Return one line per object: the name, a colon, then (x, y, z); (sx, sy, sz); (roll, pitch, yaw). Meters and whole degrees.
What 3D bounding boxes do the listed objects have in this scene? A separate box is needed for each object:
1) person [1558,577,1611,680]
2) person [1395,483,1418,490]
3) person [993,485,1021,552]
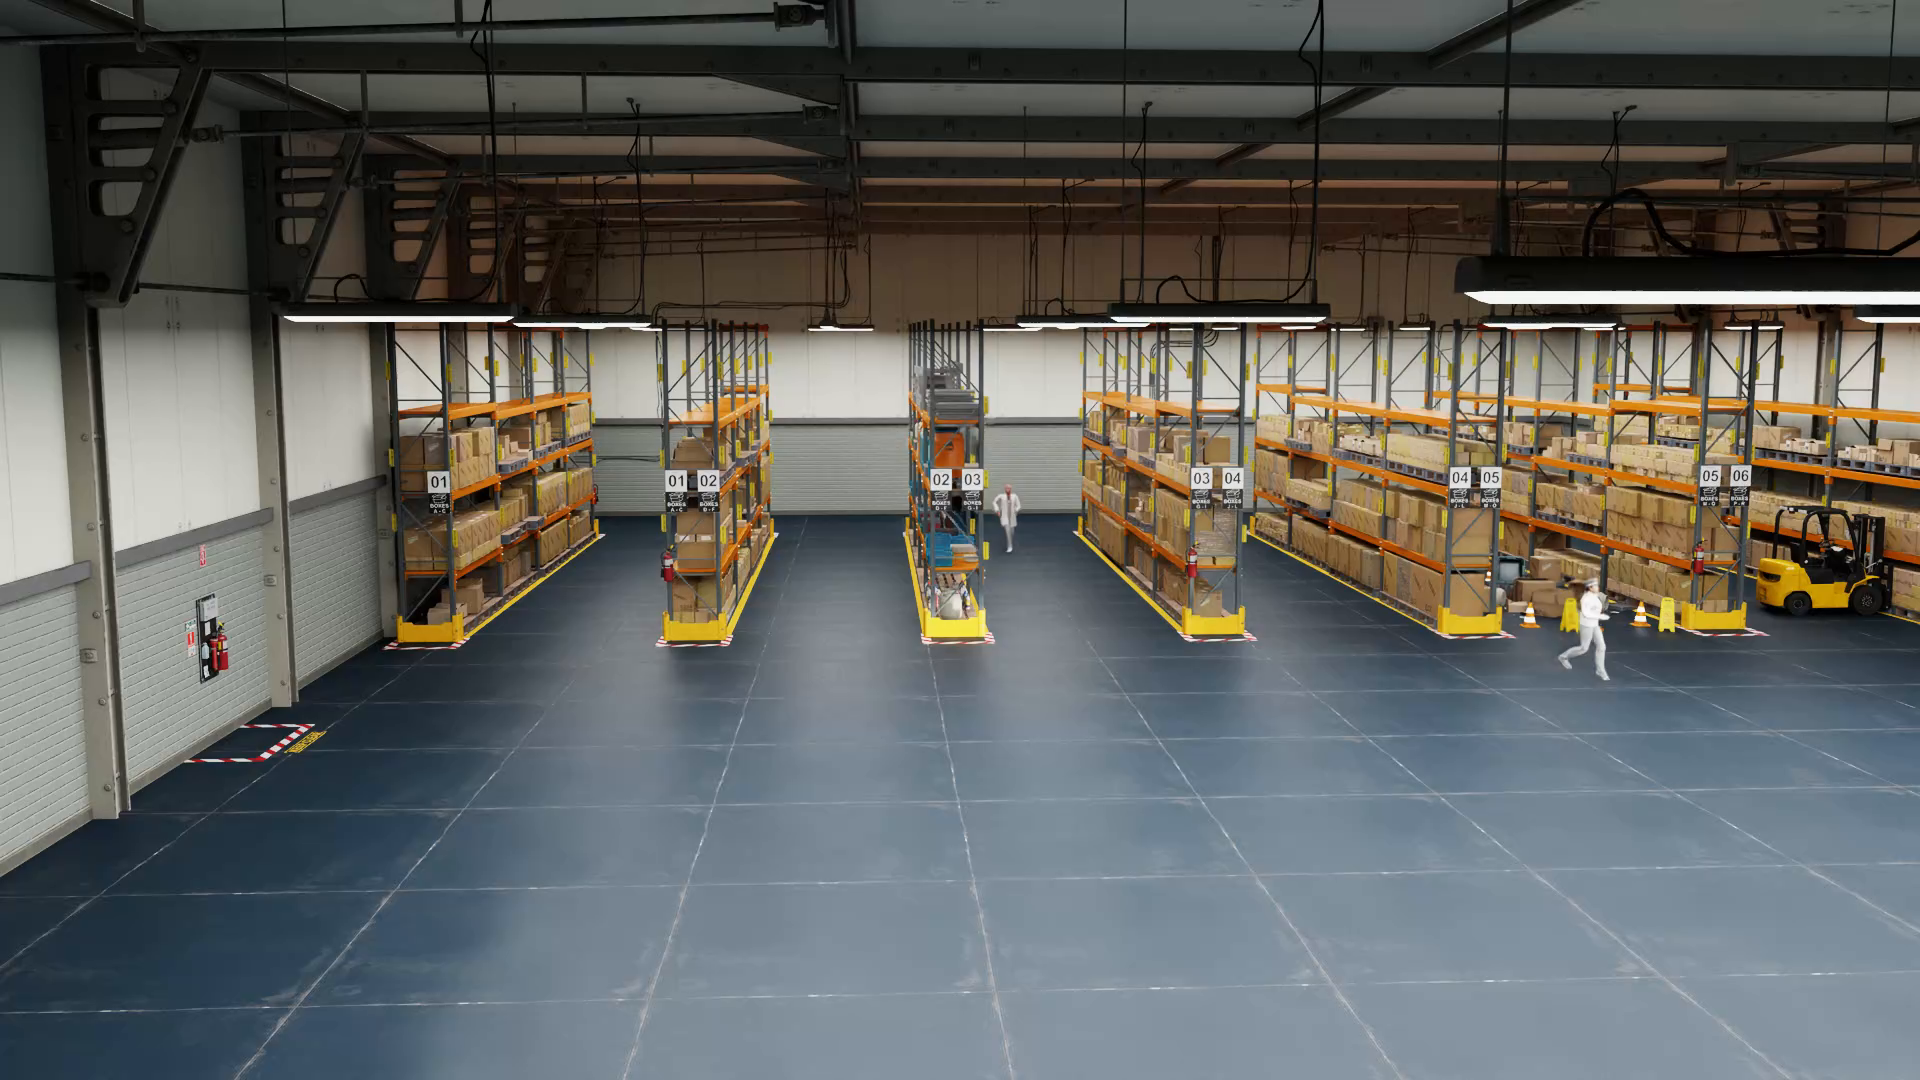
person: (10.495, 1.471, 27.862); (0.896, 1.737, 0.647); (5, 9, 37)
person: (13.243, -1.279, 49.228); (0.989, 1.777, 0.654); (-1, 7, -7)
person: (1.259, -0.591, 44.090); (0.735, 1.758, 0.922); (-2, 7, -12)
